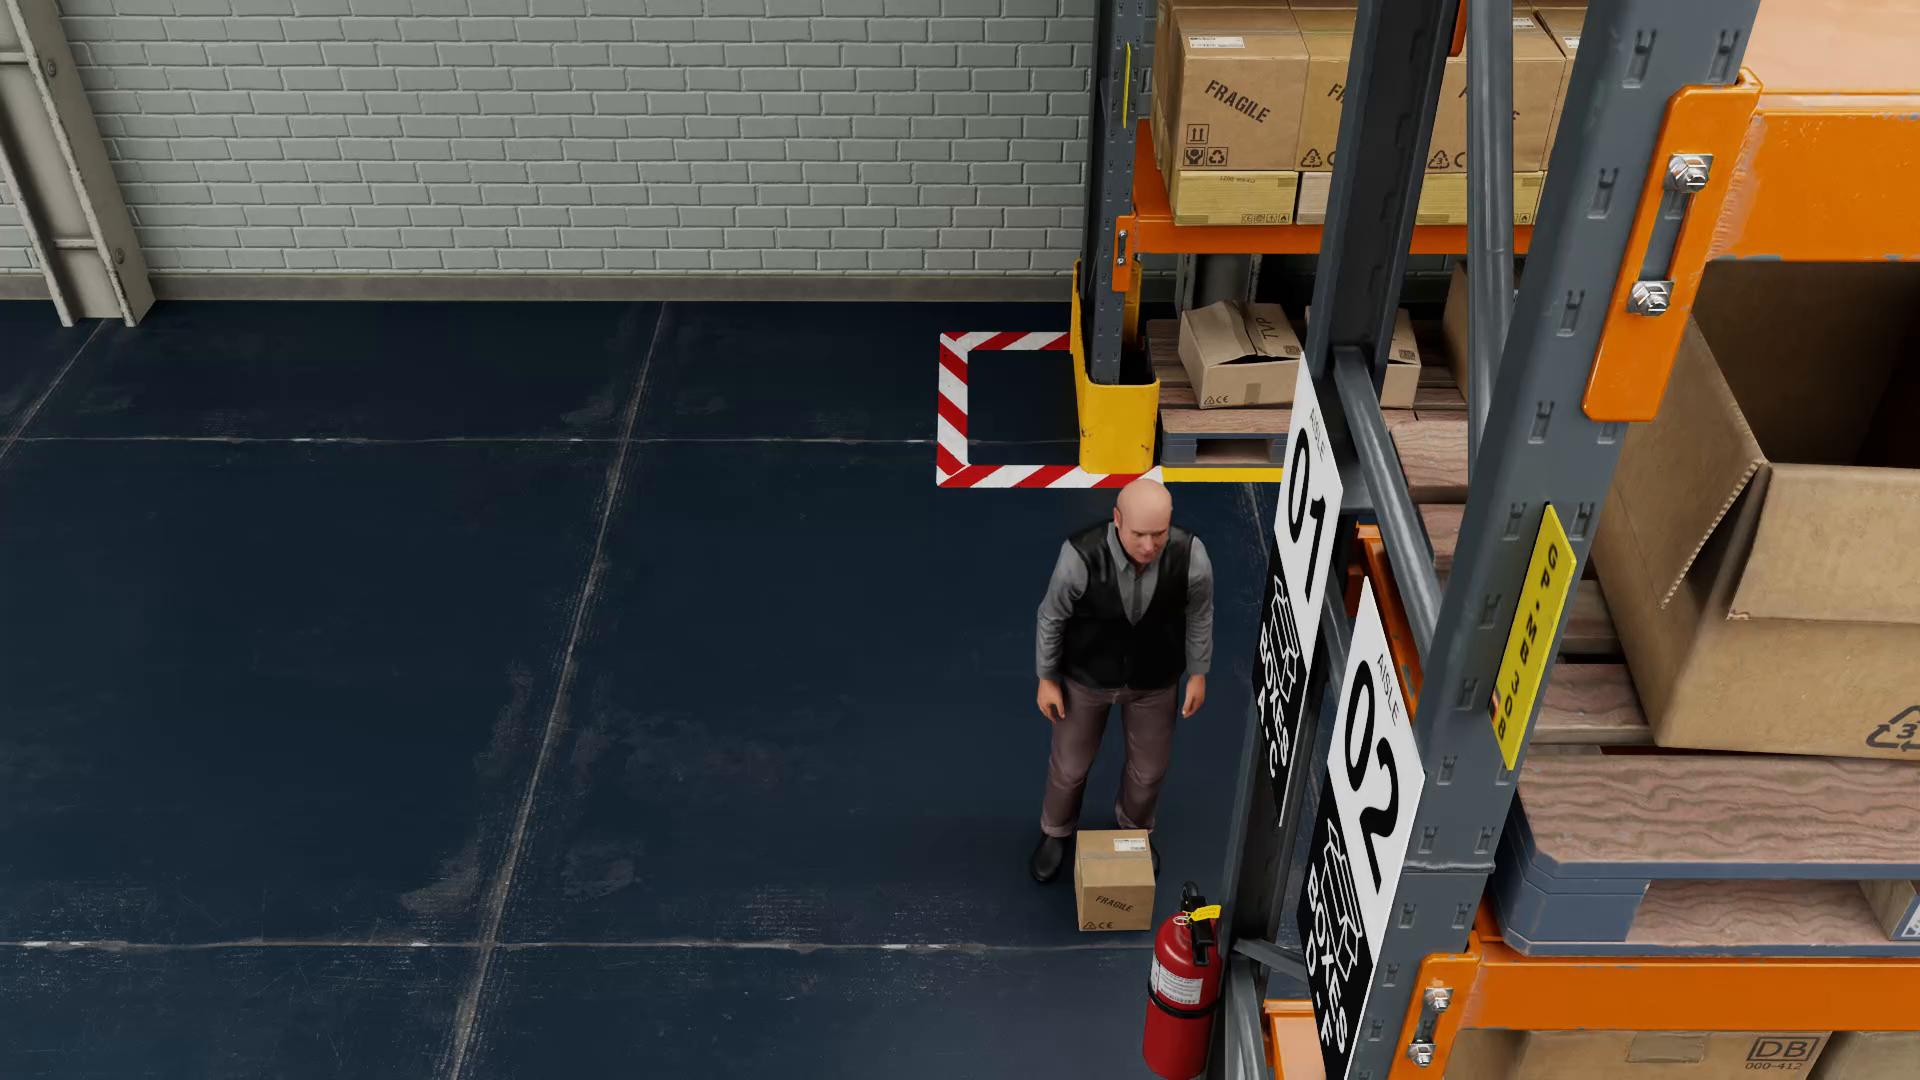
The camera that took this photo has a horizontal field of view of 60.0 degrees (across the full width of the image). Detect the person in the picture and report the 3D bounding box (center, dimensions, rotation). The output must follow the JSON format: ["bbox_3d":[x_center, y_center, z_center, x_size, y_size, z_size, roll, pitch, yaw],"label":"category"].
[{"bbox_3d":[0.543,0.454,5.619,0.591,1.722,0.415,-2,39,-2],"label":"person"}]
